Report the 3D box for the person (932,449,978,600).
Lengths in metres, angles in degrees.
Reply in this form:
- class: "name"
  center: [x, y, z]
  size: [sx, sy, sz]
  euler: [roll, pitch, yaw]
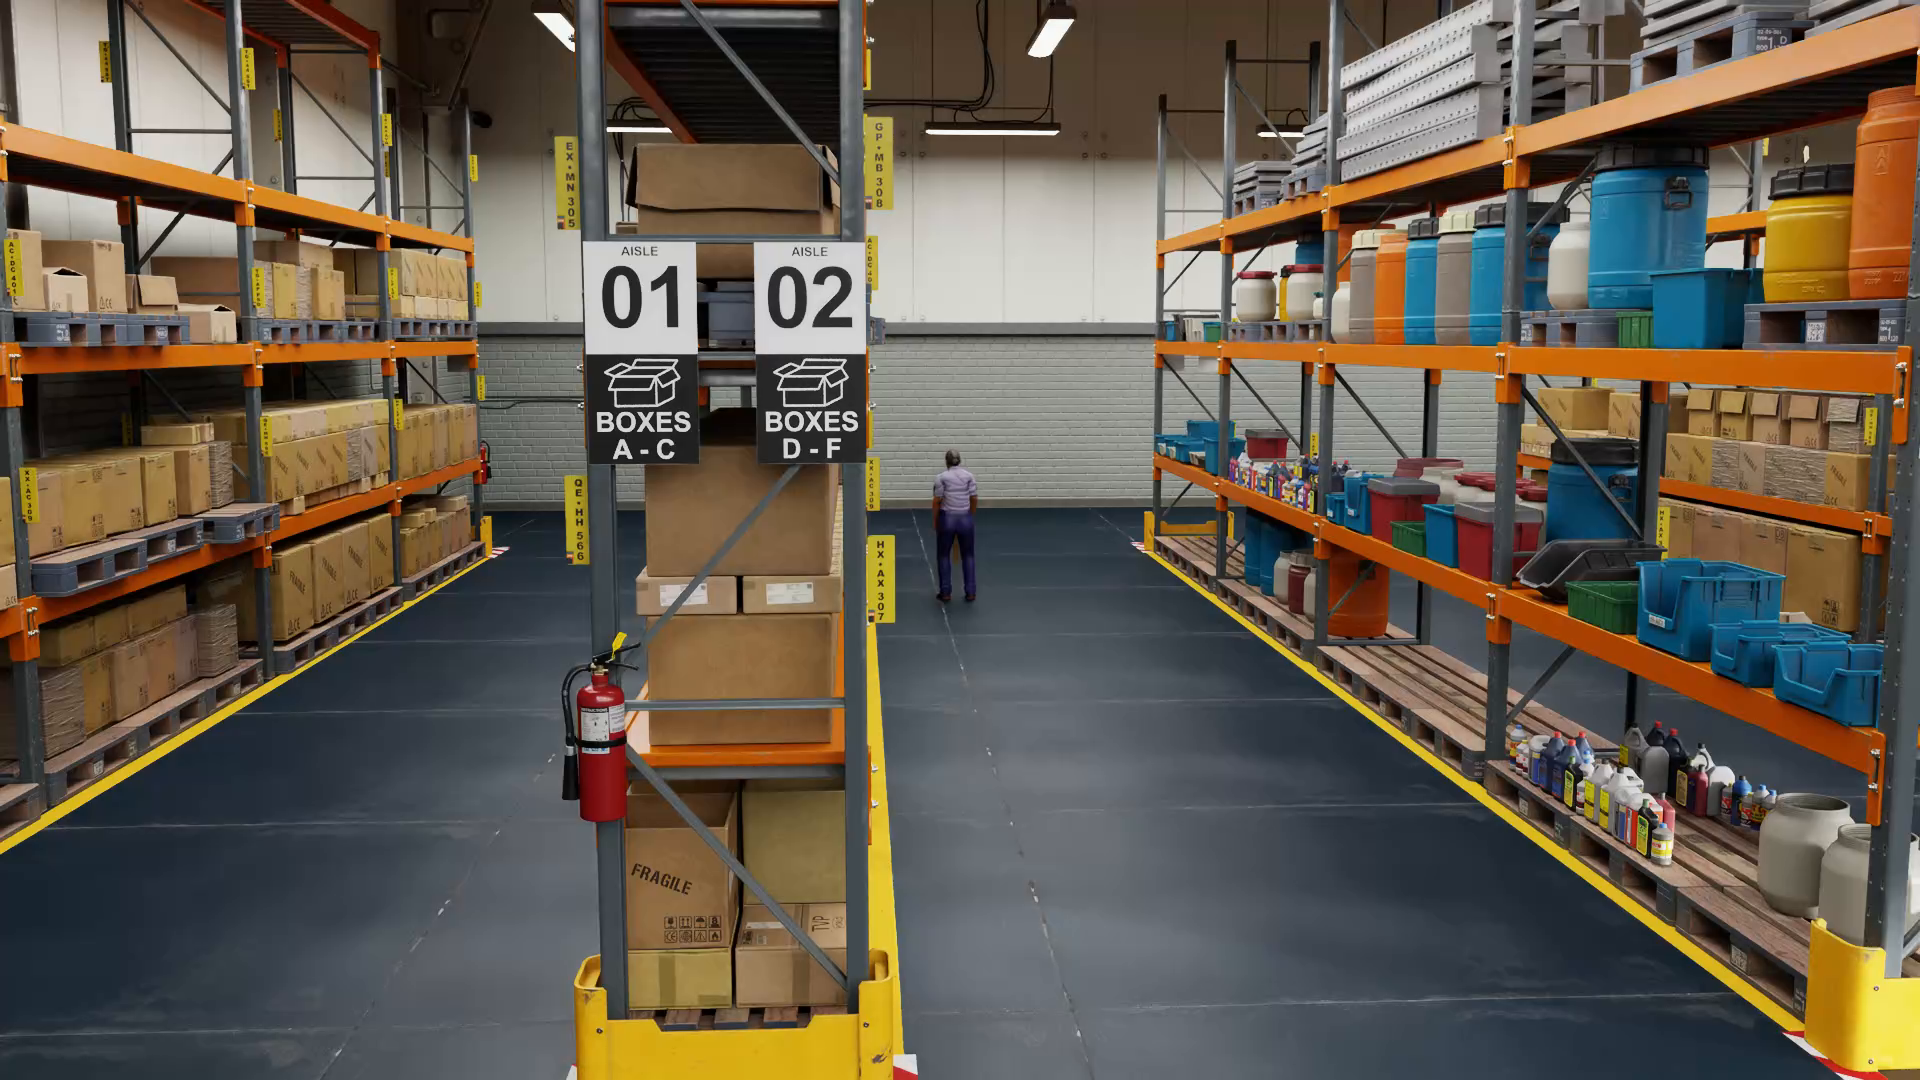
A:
- class: "person"
  center: [-0.055, -0.160, 18.142]
  size: [0.526, 1.641, 0.421]
  euler: [-2, 7, -13]
